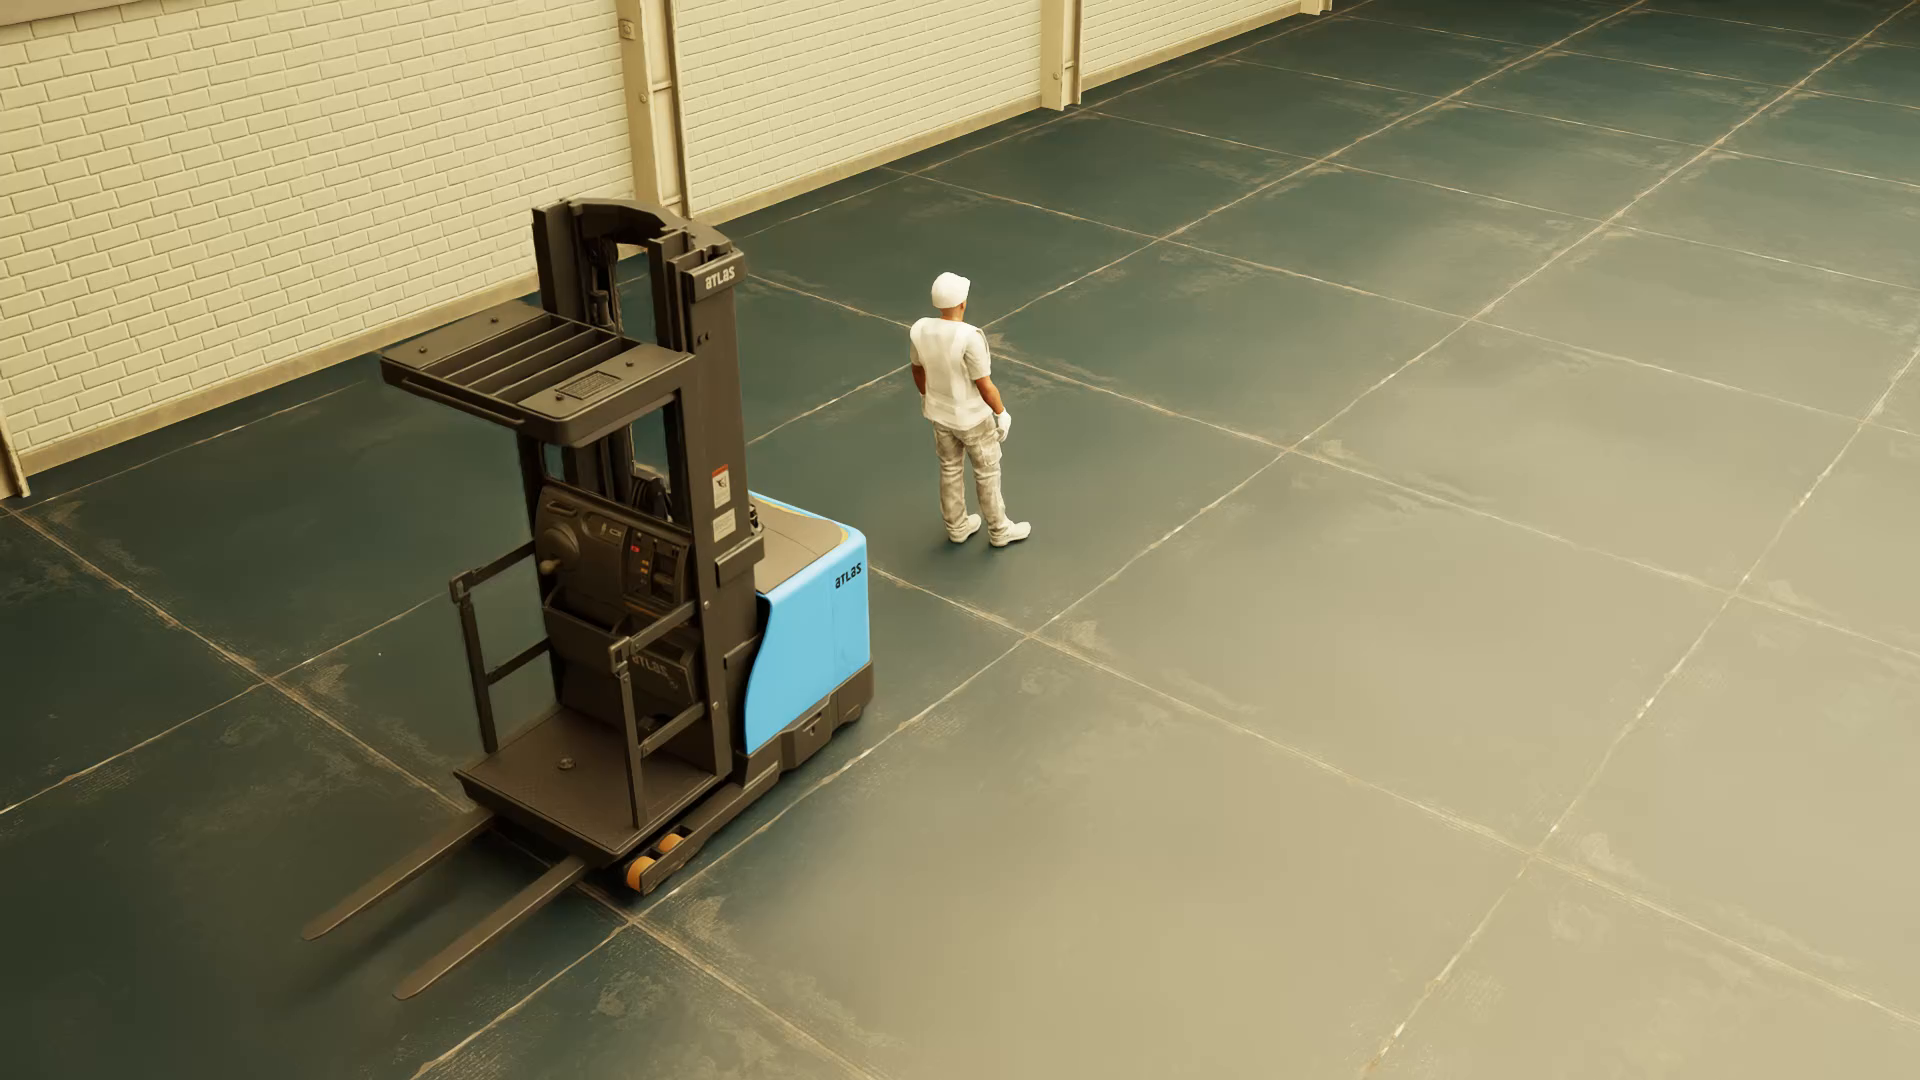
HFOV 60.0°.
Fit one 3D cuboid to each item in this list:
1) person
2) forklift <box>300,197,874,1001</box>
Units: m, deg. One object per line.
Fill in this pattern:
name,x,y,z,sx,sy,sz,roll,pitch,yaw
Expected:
person,0.052,-0.802,10.091,0.656,1.784,0.575,22,37,33
forklift,-1.710,0.094,7.434,1.130,2.935,3.031,19,35,29
